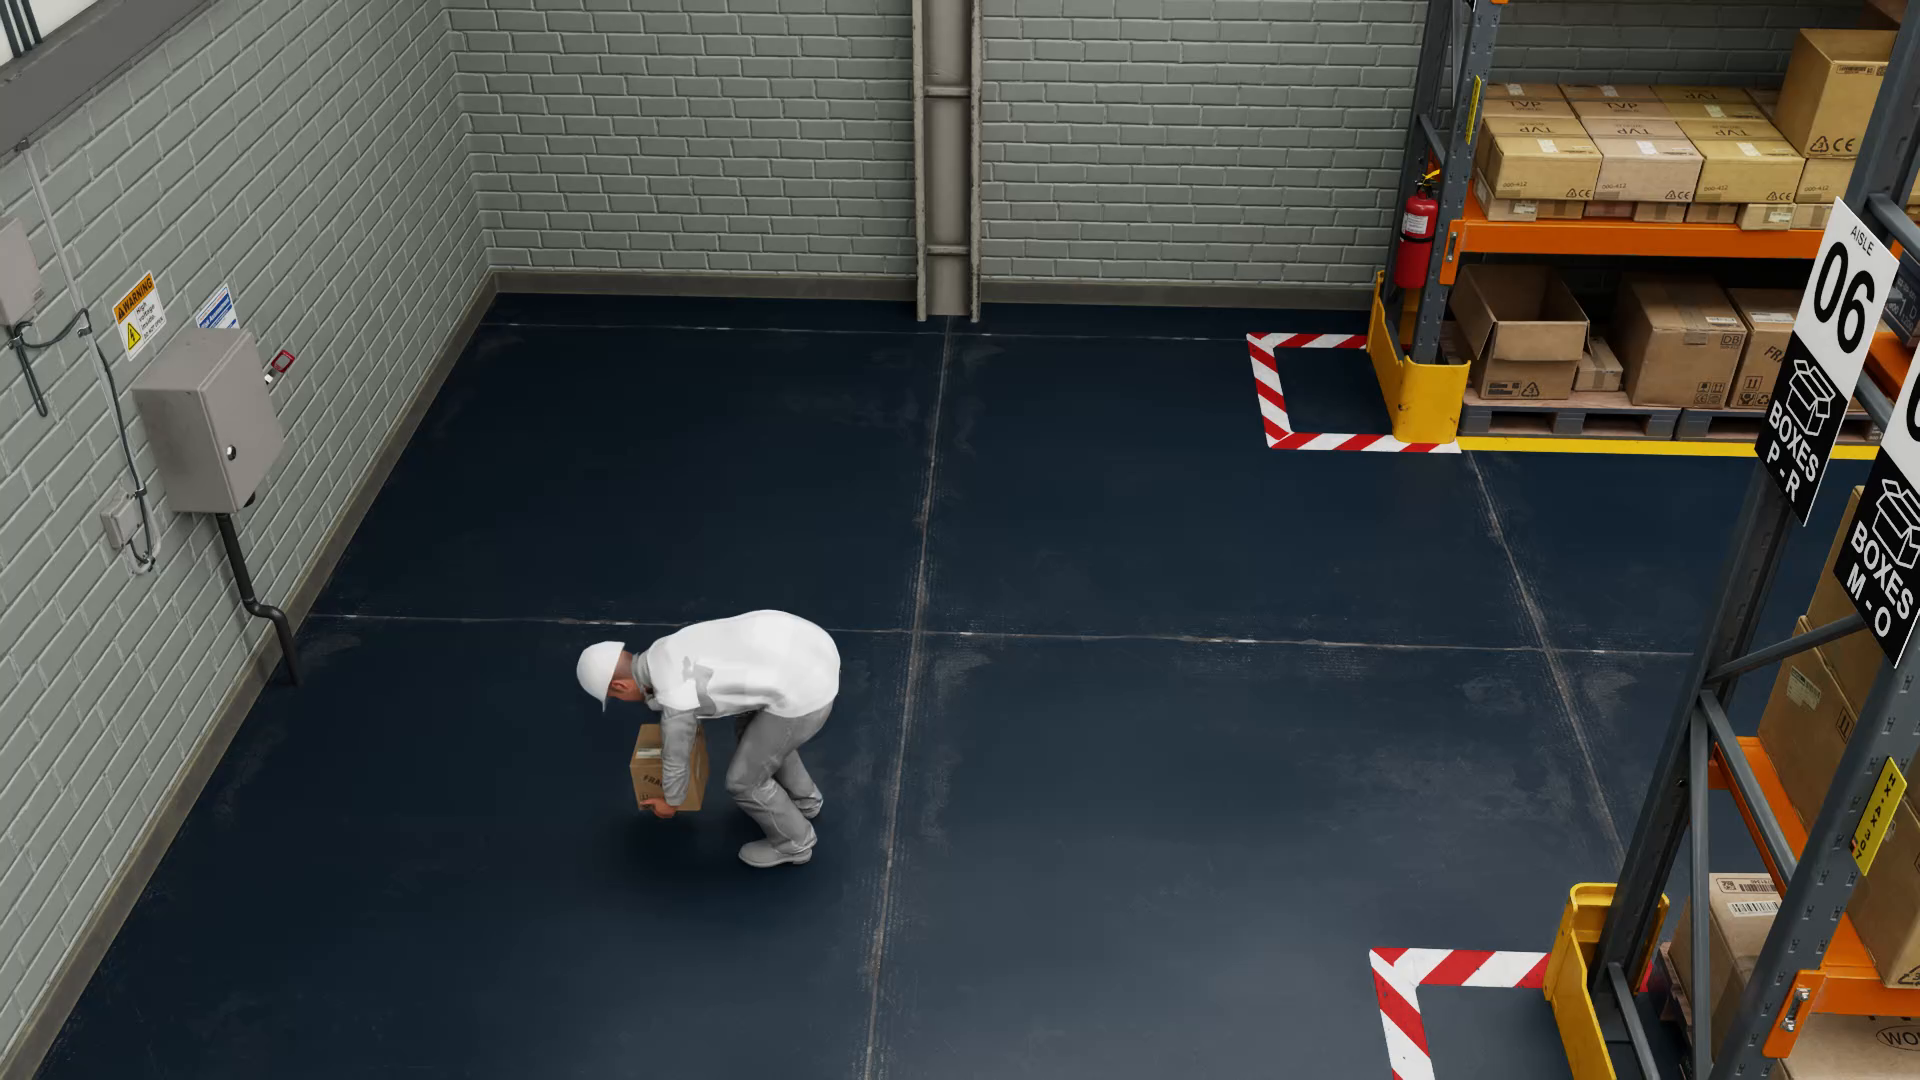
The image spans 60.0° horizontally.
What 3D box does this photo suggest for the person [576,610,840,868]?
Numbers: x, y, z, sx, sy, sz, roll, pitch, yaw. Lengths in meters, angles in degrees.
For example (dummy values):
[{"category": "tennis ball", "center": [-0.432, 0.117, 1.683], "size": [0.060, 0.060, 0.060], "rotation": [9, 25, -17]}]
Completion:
[{"category": "person", "center": [-0.970, 0.777, 6.594], "size": [1.013, 1.089, 0.481], "rotation": [0, 35, 0]}]
